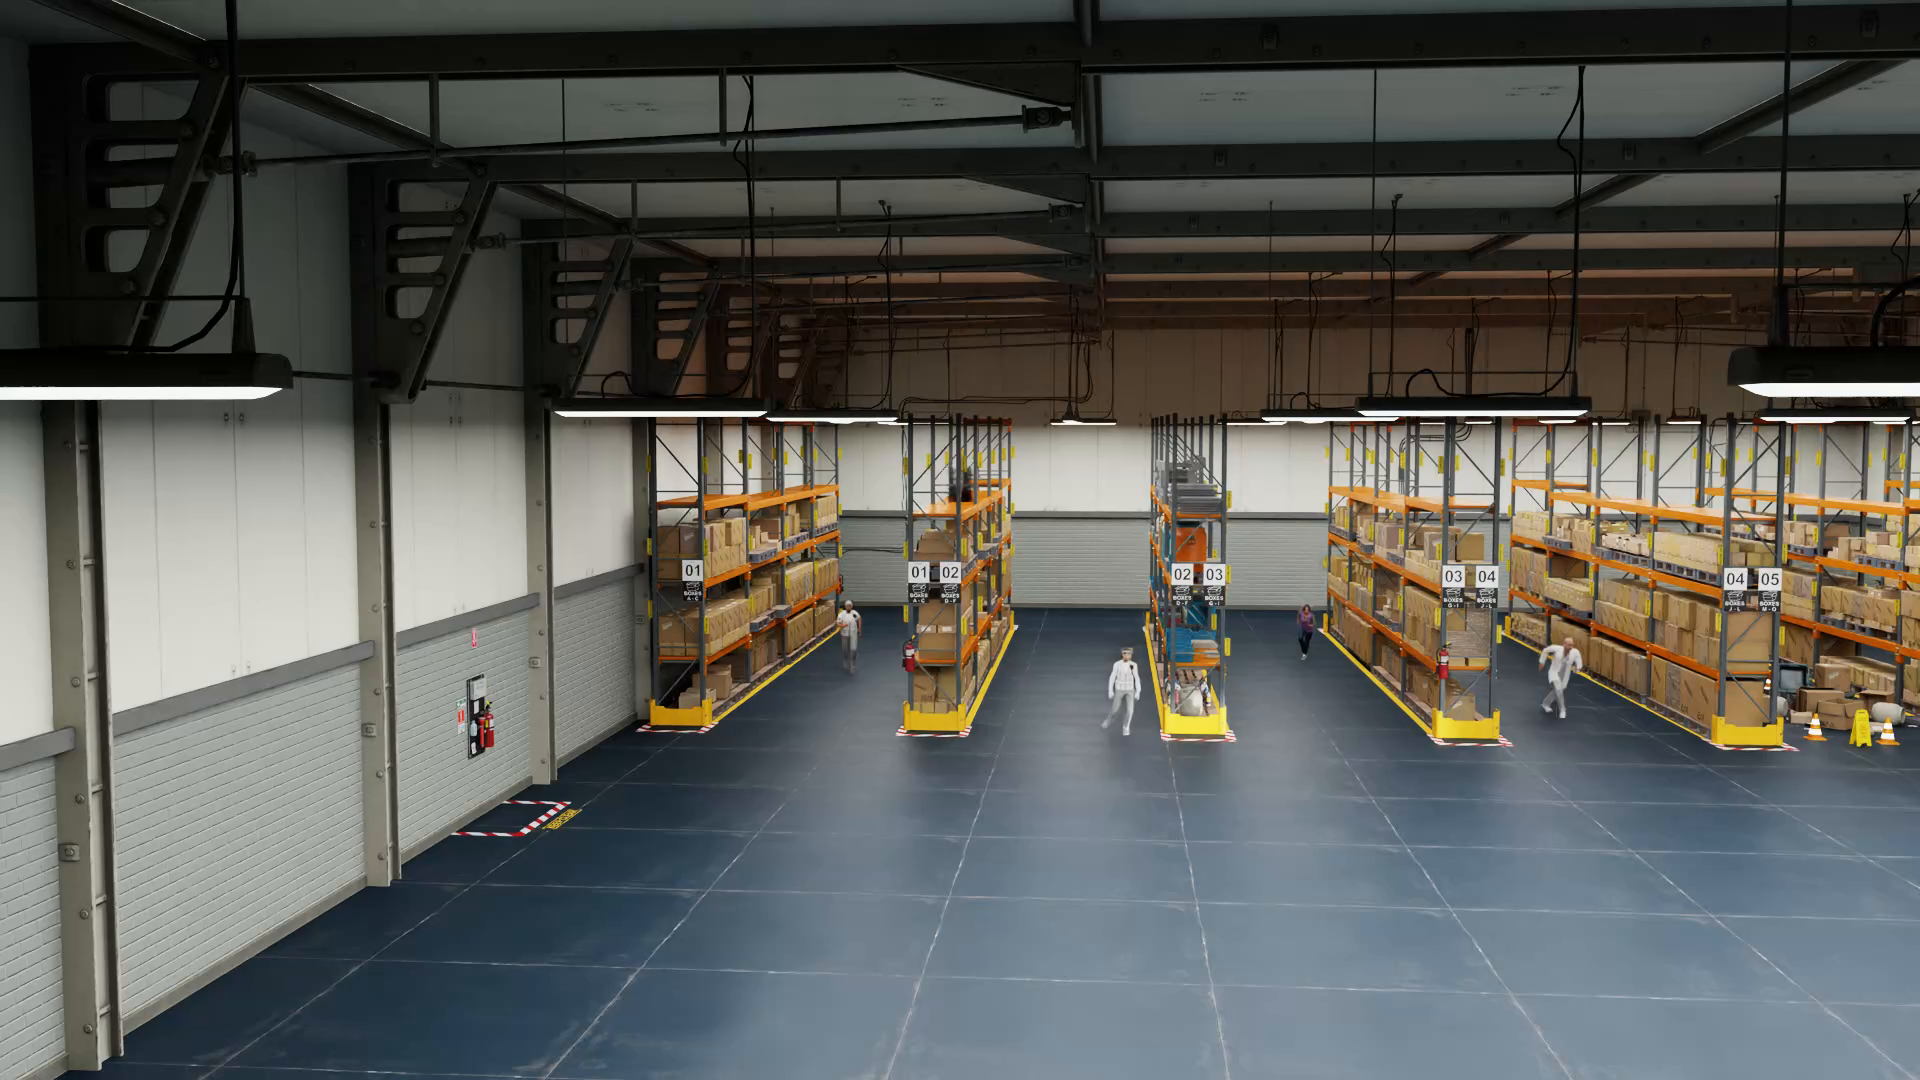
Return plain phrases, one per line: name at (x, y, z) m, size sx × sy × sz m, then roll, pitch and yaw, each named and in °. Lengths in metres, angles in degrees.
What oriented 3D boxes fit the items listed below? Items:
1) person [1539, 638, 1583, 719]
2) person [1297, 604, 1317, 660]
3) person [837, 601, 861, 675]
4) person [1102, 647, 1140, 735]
person at (11.871, 2.686, 32.908) m, size 0.708 × 1.606 × 1.186 m, roll 0°, pitch 4°, yaw -3°
person at (8.554, 2.245, 41.028) m, size 0.544 × 1.370 × 1.046 m, roll 1°, pitch 4°, yaw 18°
person at (-2.605, 2.270, 38.982) m, size 0.565 × 1.724 × 0.841 m, roll 0°, pitch 4°, yaw -3°
person at (3.007, 2.796, 31.035) m, size 0.669 × 1.643 × 0.562 m, roll 0°, pitch 4°, yaw -2°
